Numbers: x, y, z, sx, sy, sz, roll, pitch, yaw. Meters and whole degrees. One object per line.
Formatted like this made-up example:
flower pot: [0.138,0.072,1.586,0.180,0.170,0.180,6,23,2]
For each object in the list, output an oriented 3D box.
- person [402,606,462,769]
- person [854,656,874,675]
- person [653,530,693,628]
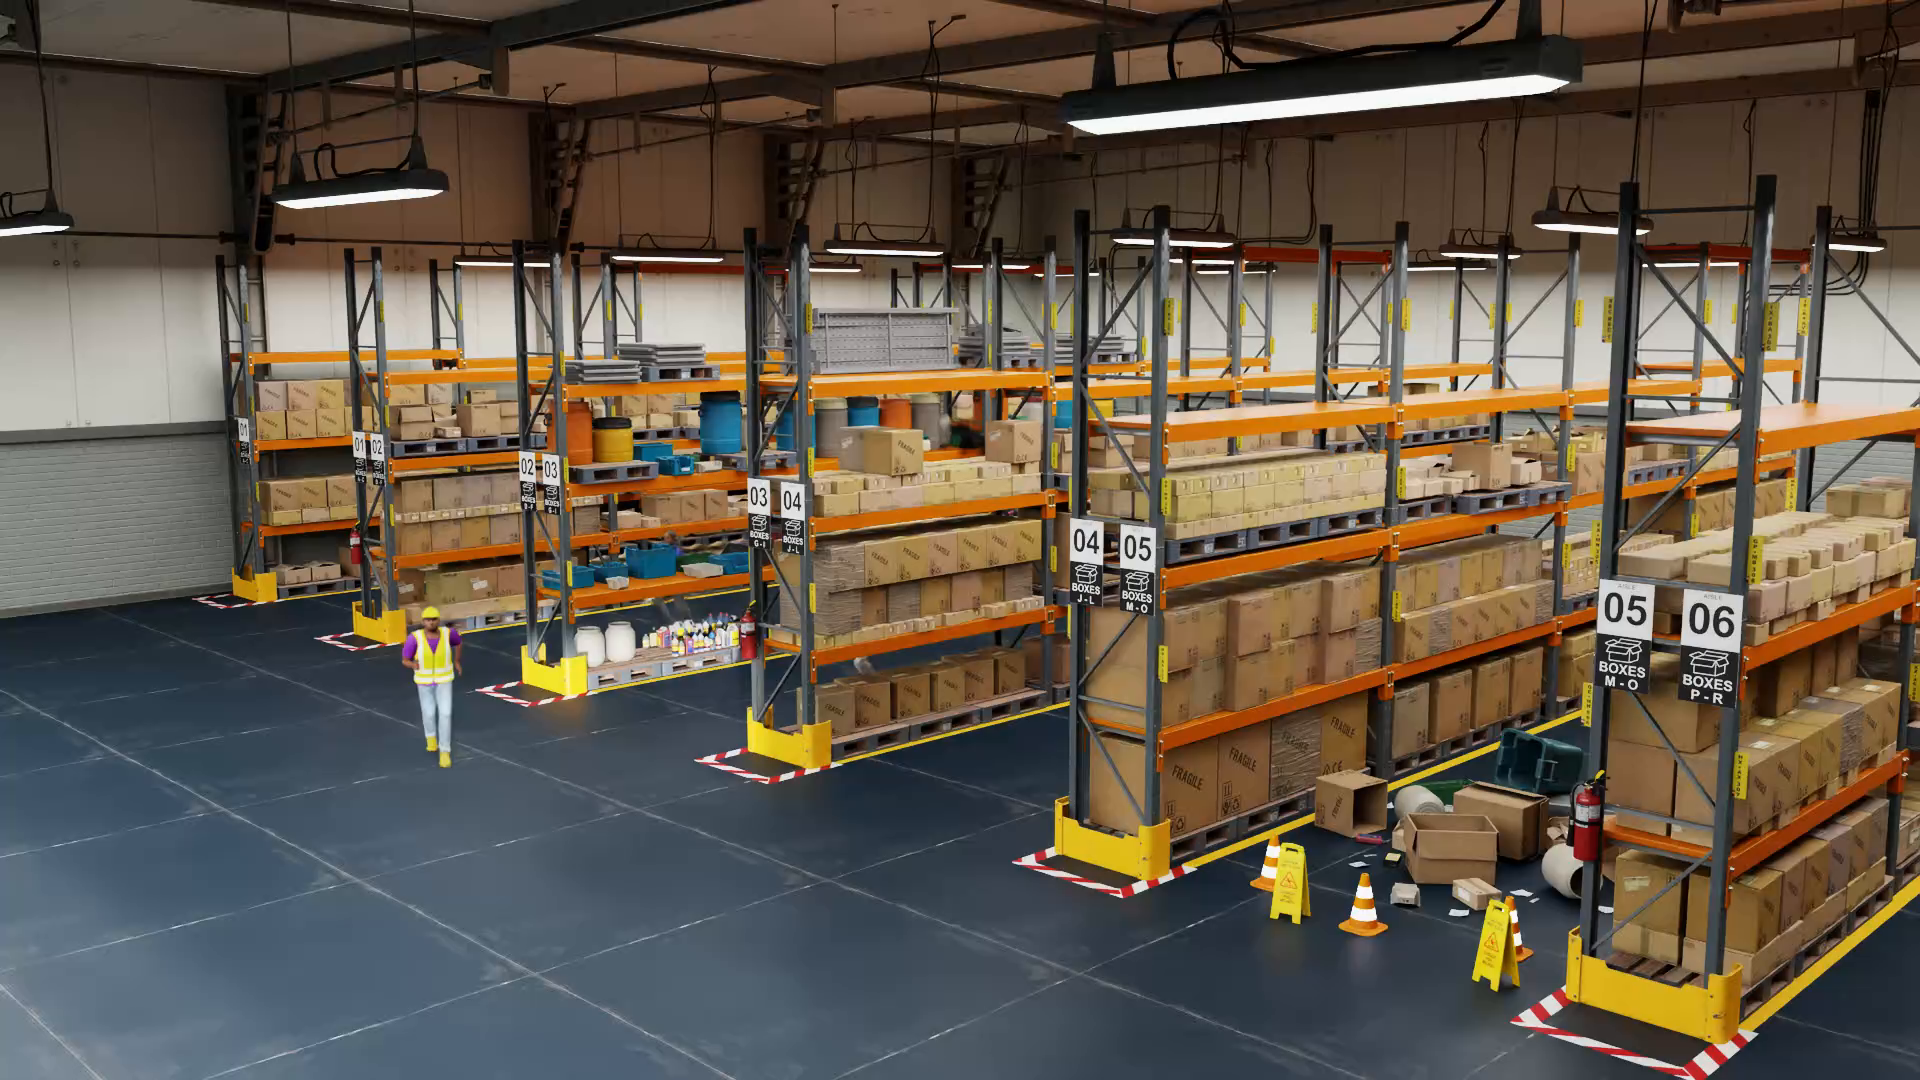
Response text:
person: [-5.972,1.615,18.863,0.654,1.781,0.935,-2,8,-17]
person: [-1.259,1.271,21.771,0.548,1.655,0.616,7,11,42]
person: [-4.520,0.679,26.005,0.536,1.690,0.788,6,10,35]
